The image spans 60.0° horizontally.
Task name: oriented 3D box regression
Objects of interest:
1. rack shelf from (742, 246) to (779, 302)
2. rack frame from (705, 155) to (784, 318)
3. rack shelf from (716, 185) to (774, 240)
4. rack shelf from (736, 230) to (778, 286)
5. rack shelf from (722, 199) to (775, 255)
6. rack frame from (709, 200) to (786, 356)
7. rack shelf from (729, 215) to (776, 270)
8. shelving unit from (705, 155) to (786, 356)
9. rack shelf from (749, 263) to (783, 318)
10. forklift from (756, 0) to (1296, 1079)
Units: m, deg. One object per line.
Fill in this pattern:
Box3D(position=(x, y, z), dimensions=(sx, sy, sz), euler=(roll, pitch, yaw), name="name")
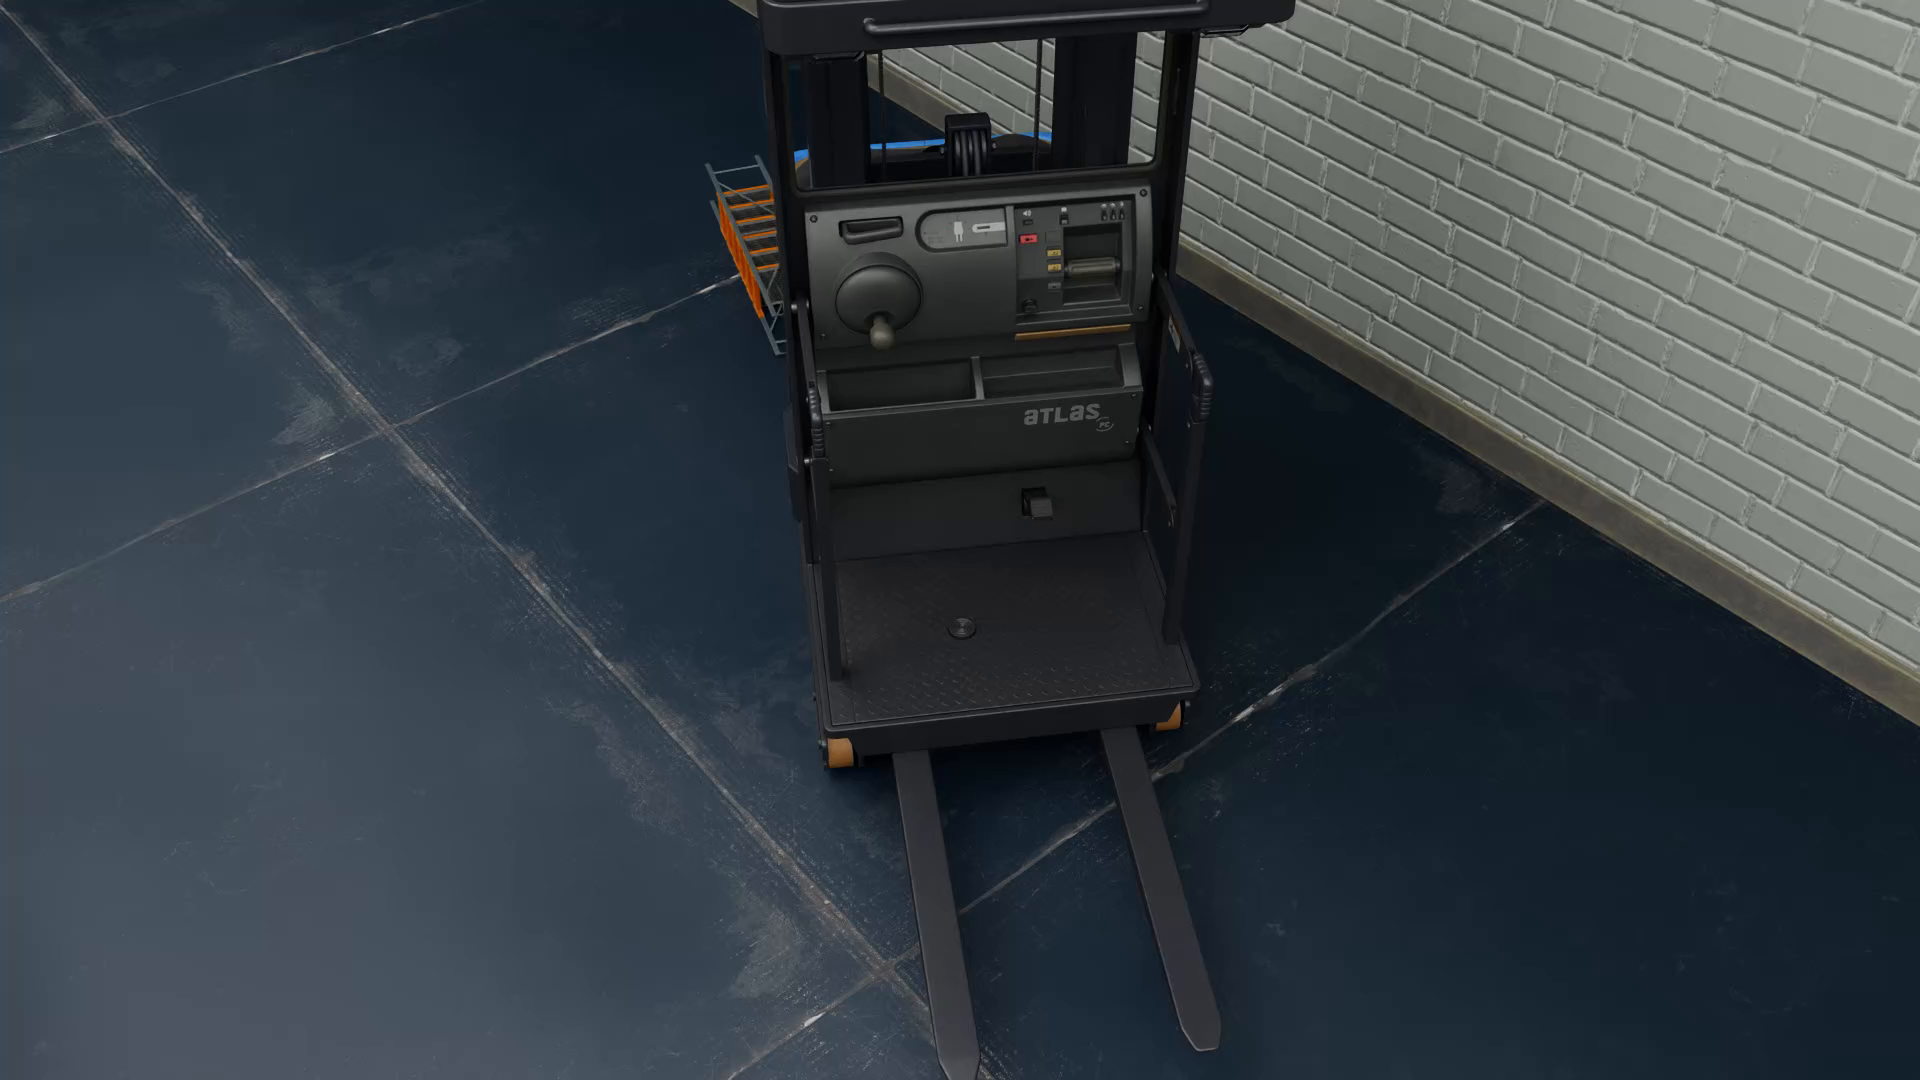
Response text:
Box3D(position=(-0.746, -1.096, 6.772), dimensions=(0.258, 0.180, 0.103), euler=(-13, 44, -14), name="rack shelf")
Box3D(position=(-0.799, -1.269, 6.824), dimensions=(0.240, 0.006, 1.200), euler=(-13, 44, -14), name="rack frame")
Box3D(position=(-0.901, -1.405, 7.105), dimensions=(0.258, 0.180, 0.103), euler=(-13, 44, -14), name="rack shelf")
Box3D(position=(-0.785, -1.173, 6.855), dimensions=(0.258, 0.180, 0.103), euler=(-13, 44, -14), name="rack shelf")
Box3D(position=(-0.862, -1.327, 7.022), dimensions=(0.258, 0.180, 0.103), euler=(-13, 44, -14), name="rack shelf")
Box3D(position=(-0.799, -1.134, 6.948), dimensions=(0.240, 0.006, 1.200), euler=(-13, 44, -14), name="rack frame")
Box3D(position=(-0.824, -1.250, 6.939), dimensions=(0.258, 0.180, 0.103), euler=(-13, 44, -14), name="rack shelf")
Box3D(position=(-0.799, -1.202, 6.886), dimensions=(0.258, 0.189, 1.200), euler=(-13, 44, -14), name="shelving unit")
Box3D(position=(-0.708, -1.018, 6.689), dimensions=(0.258, 0.180, 0.103), euler=(-13, 44, -14), name="rack shelf")
Box3D(position=(0.090, -0.647, 4.297), dimensions=(1.130, 2.935, 3.031), euler=(-6, 44, -6), name="forklift")
